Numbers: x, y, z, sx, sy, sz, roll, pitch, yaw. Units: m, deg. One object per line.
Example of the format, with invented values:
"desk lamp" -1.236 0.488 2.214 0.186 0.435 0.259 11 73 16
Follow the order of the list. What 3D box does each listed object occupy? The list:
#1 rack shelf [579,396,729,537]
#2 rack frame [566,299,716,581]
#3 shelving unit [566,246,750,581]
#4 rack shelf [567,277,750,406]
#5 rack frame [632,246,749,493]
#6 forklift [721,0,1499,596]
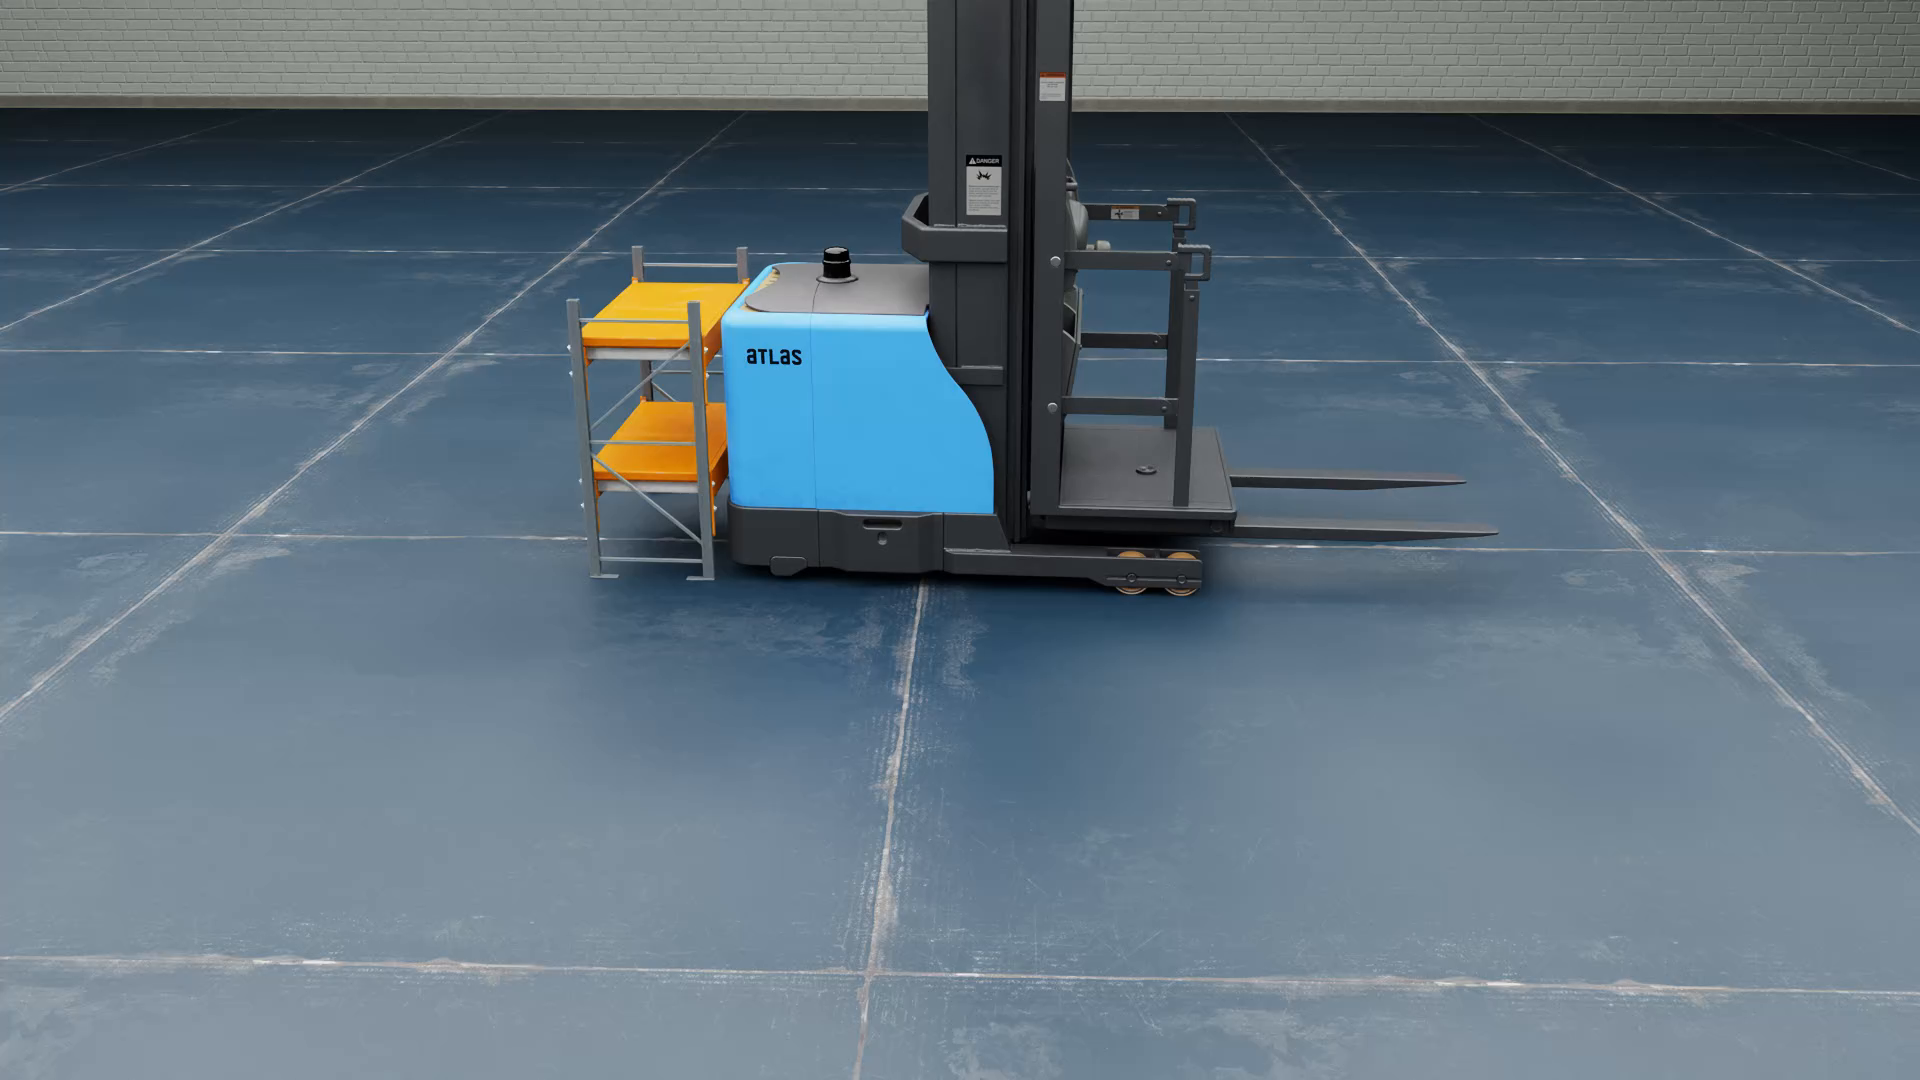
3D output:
"rack shelf" -1.196 -0.328 6.994 0.538 0.278 1.000 1 21 3
"rack frame" -1.225 -0.372 6.433 0.500 1.125 0.032 1 21 3
"shelving unit" -1.196 -0.556 6.906 0.538 1.125 1.048 1 21 3
"rack shelf" -1.196 -0.829 6.800 0.538 0.278 1.000 1 21 3
"rack frame" -1.167 -0.739 7.379 0.500 1.125 0.032 1 21 3
"forklift" 0.620 -1.349 6.454 3.031 2.935 1.130 2 21 4
